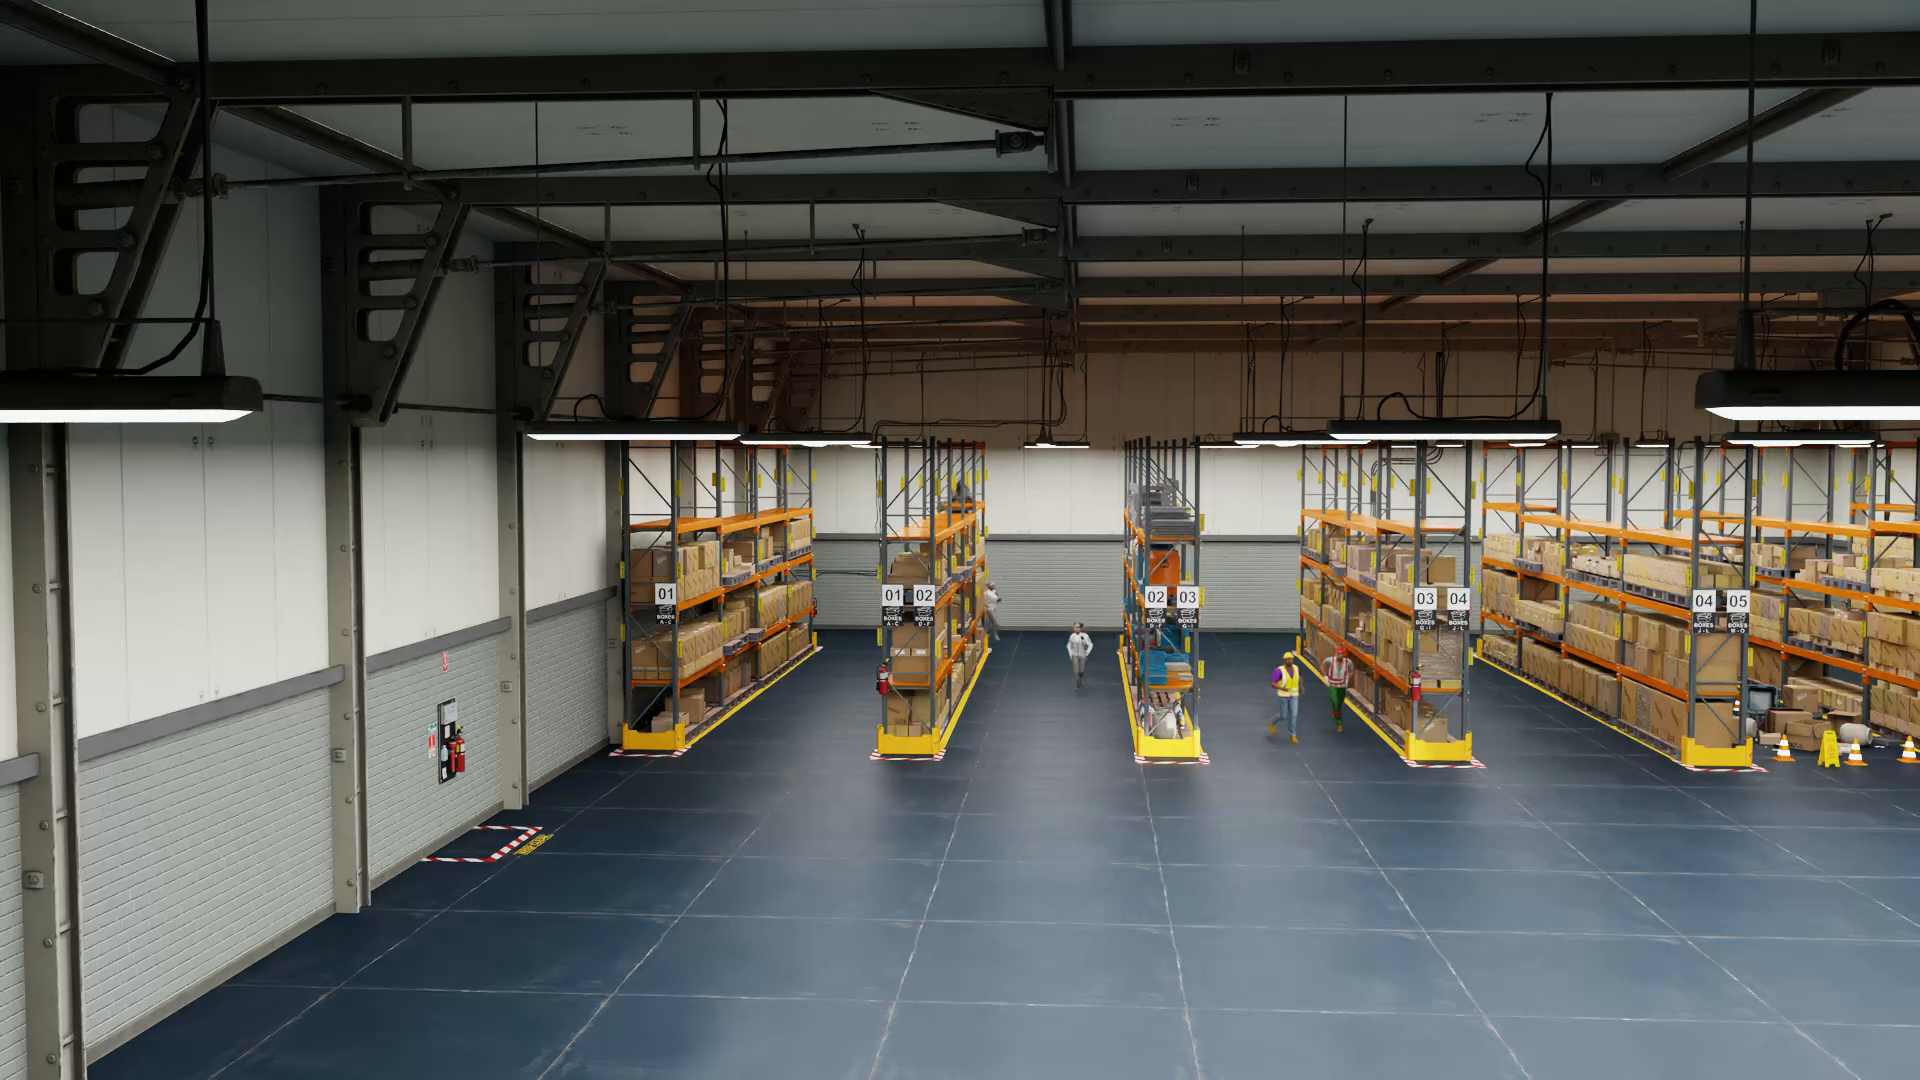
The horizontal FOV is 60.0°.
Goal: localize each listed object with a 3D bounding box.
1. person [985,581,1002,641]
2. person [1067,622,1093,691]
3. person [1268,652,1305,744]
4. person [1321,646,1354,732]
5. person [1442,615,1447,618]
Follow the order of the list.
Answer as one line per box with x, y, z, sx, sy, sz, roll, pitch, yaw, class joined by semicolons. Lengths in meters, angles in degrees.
0.875;2.055;48.291;0.734;1.756;0.580;2;4;30;person
2.845;2.777;39.740;0.620;1.667;0.506;1;3;14;person
6.467;3.090;32.867;0.709;1.766;0.934;-1;3;-14;person
7.783;3.041;34.333;0.670;1.780;0.996;0;3;7;person
13.991;2.377;47.486;0.775;1.729;0.797;-1;3;-20;person
